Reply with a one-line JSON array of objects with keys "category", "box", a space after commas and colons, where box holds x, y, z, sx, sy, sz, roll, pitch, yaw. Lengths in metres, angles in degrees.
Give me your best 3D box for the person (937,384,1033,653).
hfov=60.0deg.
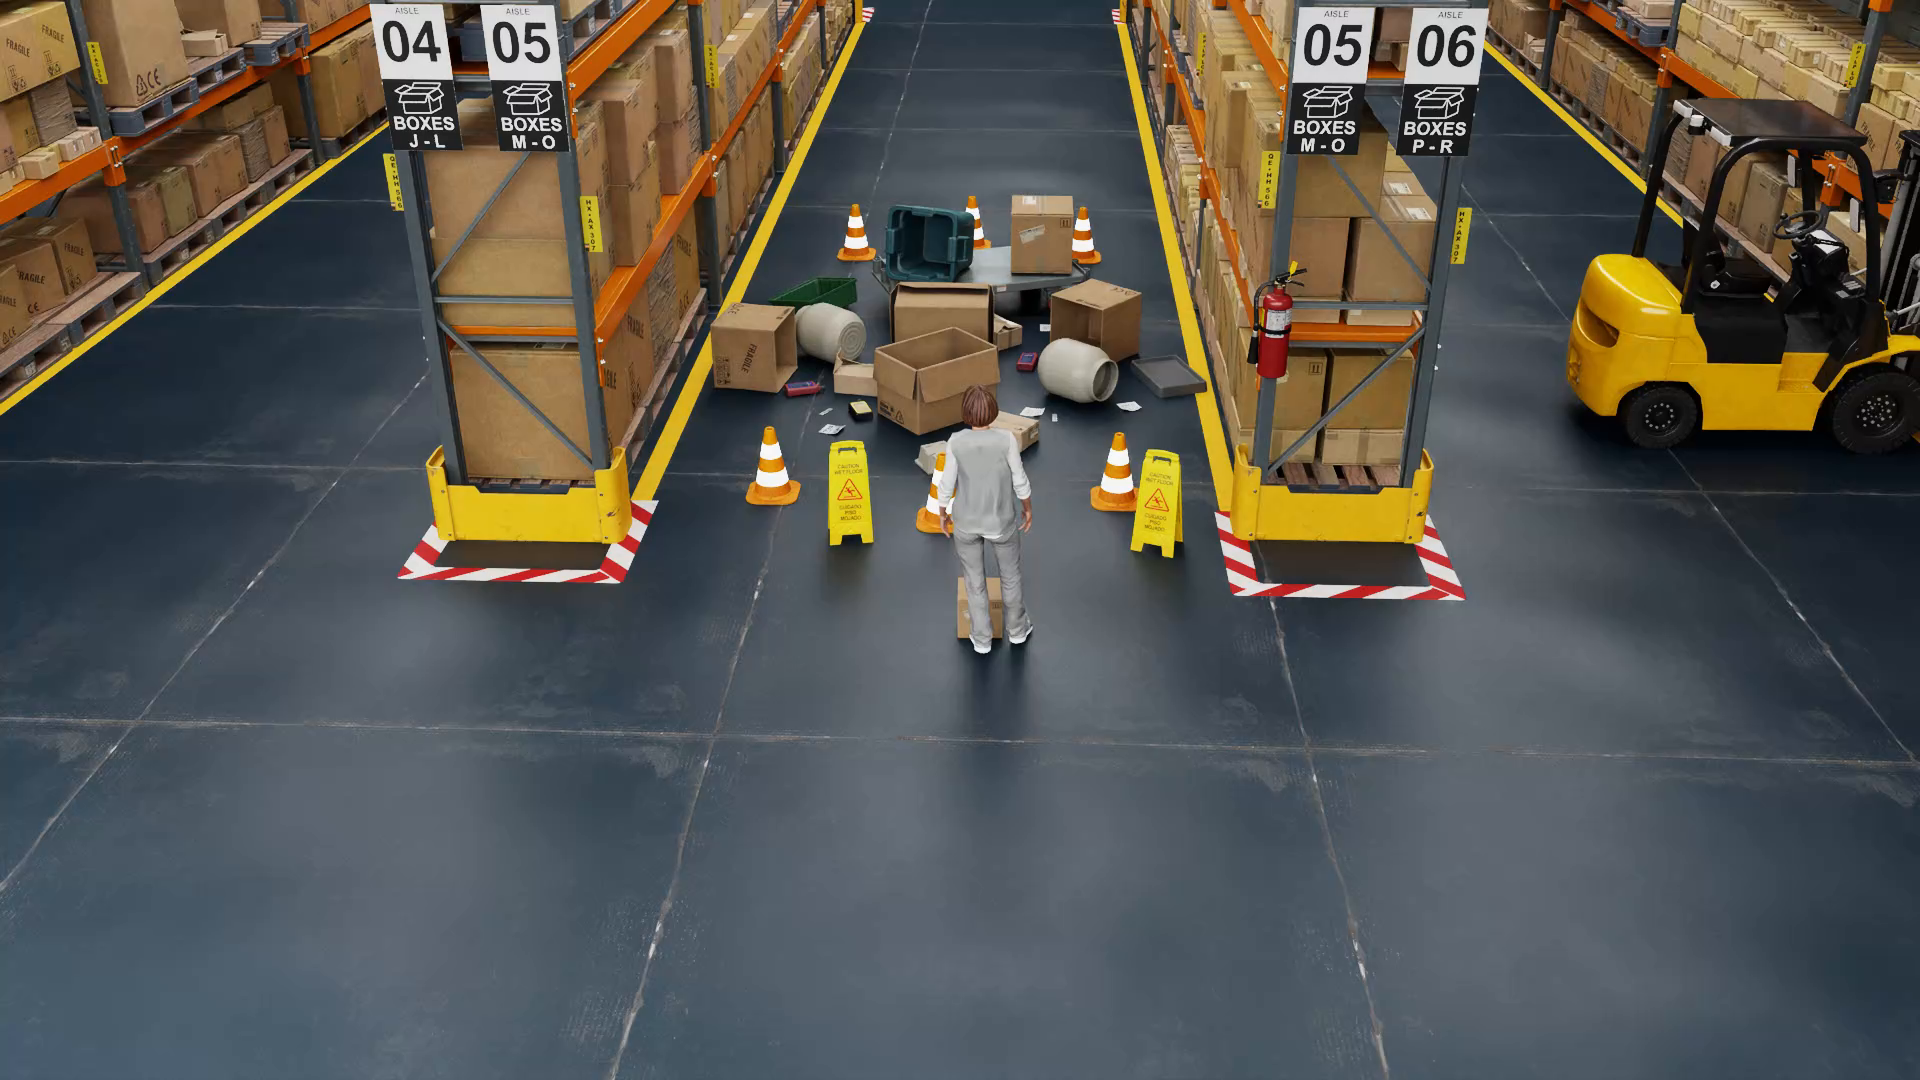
[{"category": "person", "box": [0.142, -0.130, 8.854, 0.520, 1.597, 0.475, 1, 28, 2]}]
